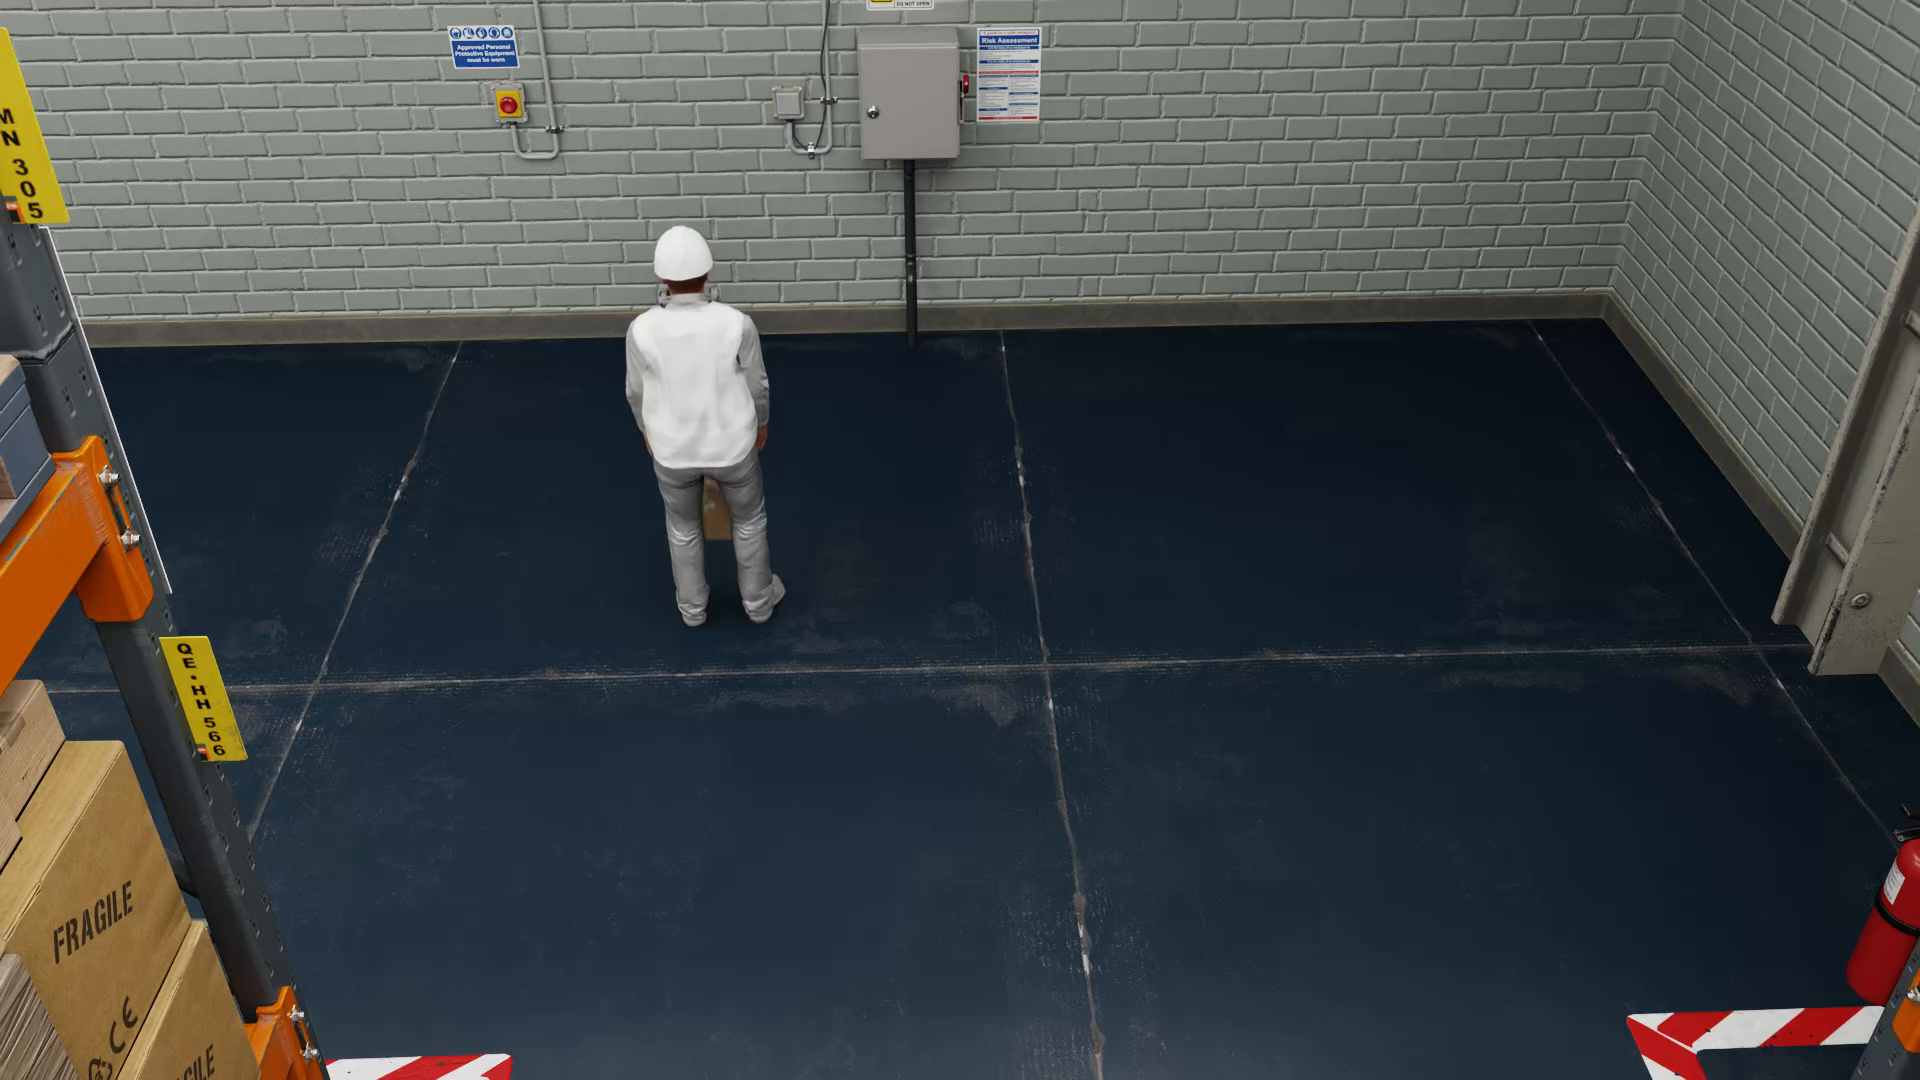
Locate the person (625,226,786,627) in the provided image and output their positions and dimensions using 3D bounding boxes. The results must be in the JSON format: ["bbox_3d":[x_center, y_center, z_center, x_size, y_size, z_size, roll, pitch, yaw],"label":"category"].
[{"bbox_3d":[-1.035,-0.412,6.709,0.563,1.773,0.439,-2,35,-4],"label":"person"}]
